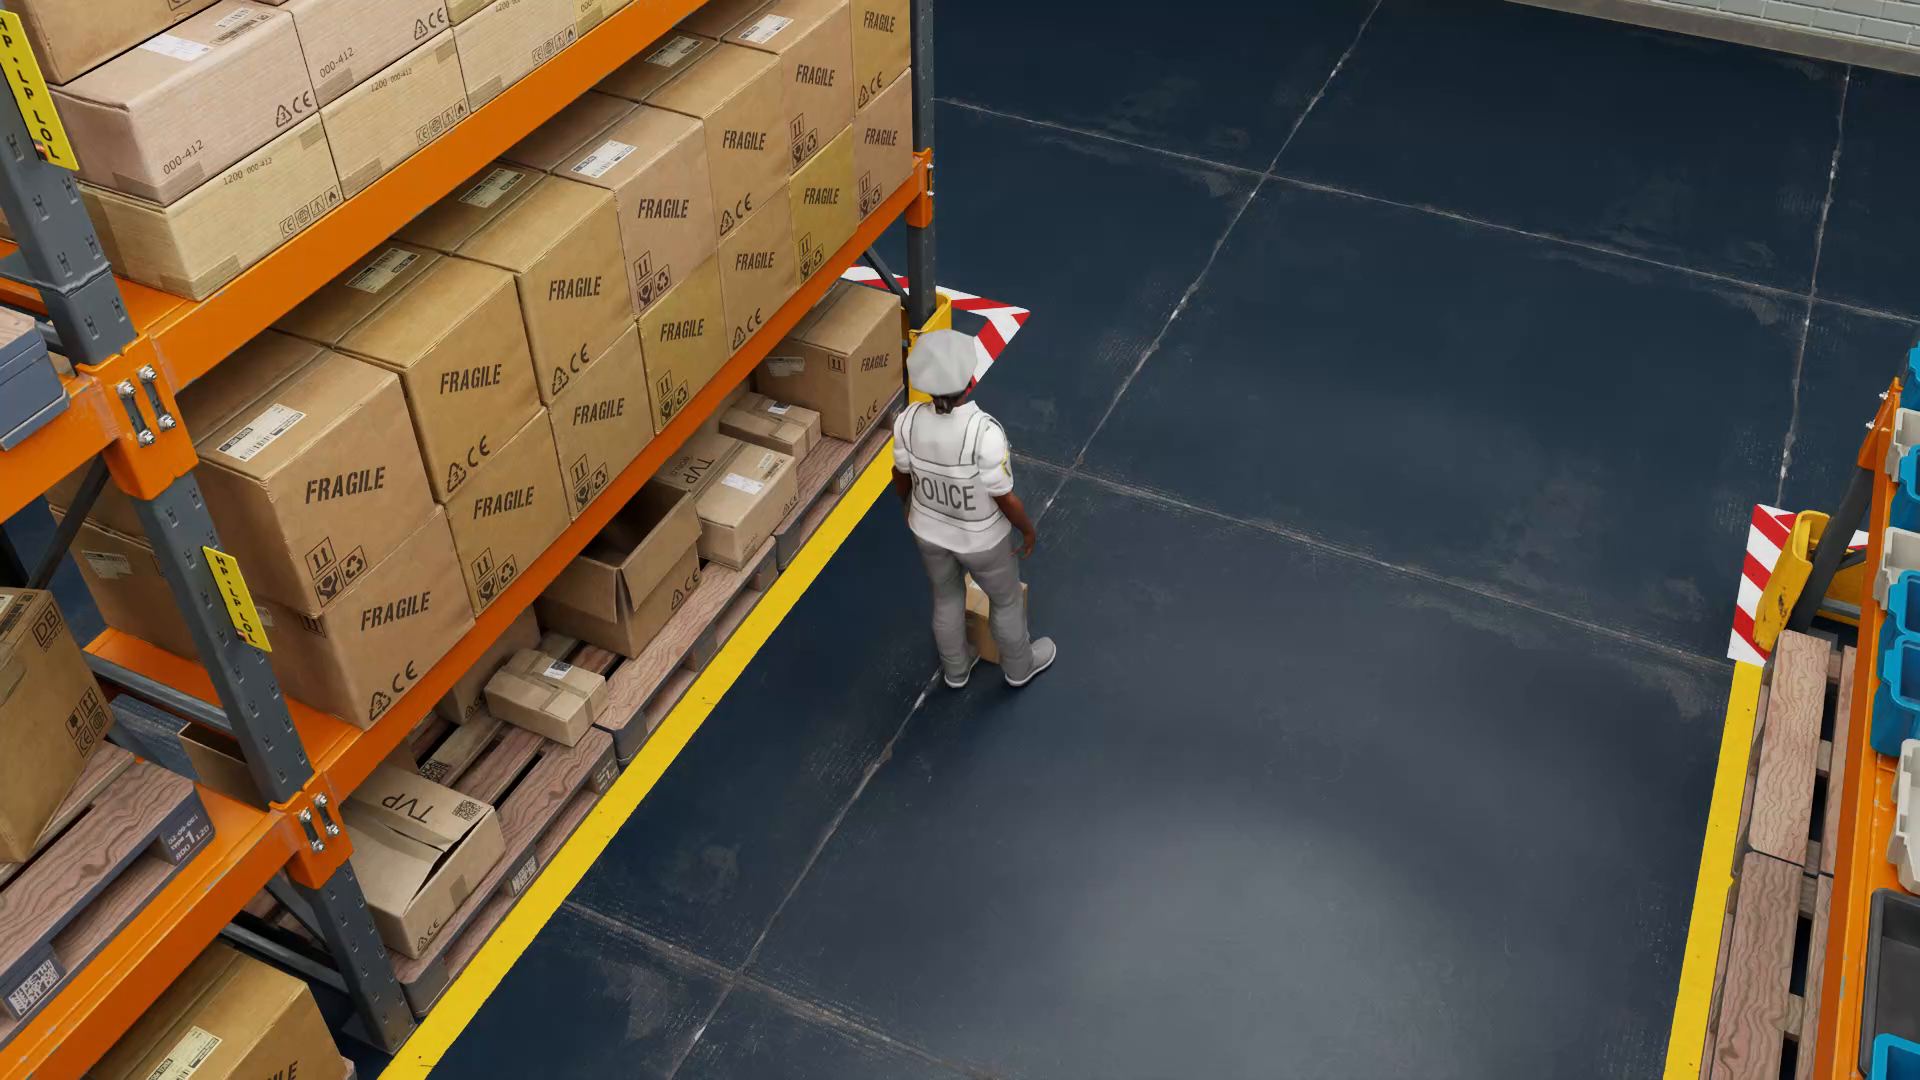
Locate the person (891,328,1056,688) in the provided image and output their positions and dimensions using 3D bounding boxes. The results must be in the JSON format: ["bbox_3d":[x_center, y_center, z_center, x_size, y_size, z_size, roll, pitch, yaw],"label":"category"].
[{"bbox_3d":[0.051,-0.098,6.230,0.568,1.694,0.529,17,45,18],"label":"person"}]
